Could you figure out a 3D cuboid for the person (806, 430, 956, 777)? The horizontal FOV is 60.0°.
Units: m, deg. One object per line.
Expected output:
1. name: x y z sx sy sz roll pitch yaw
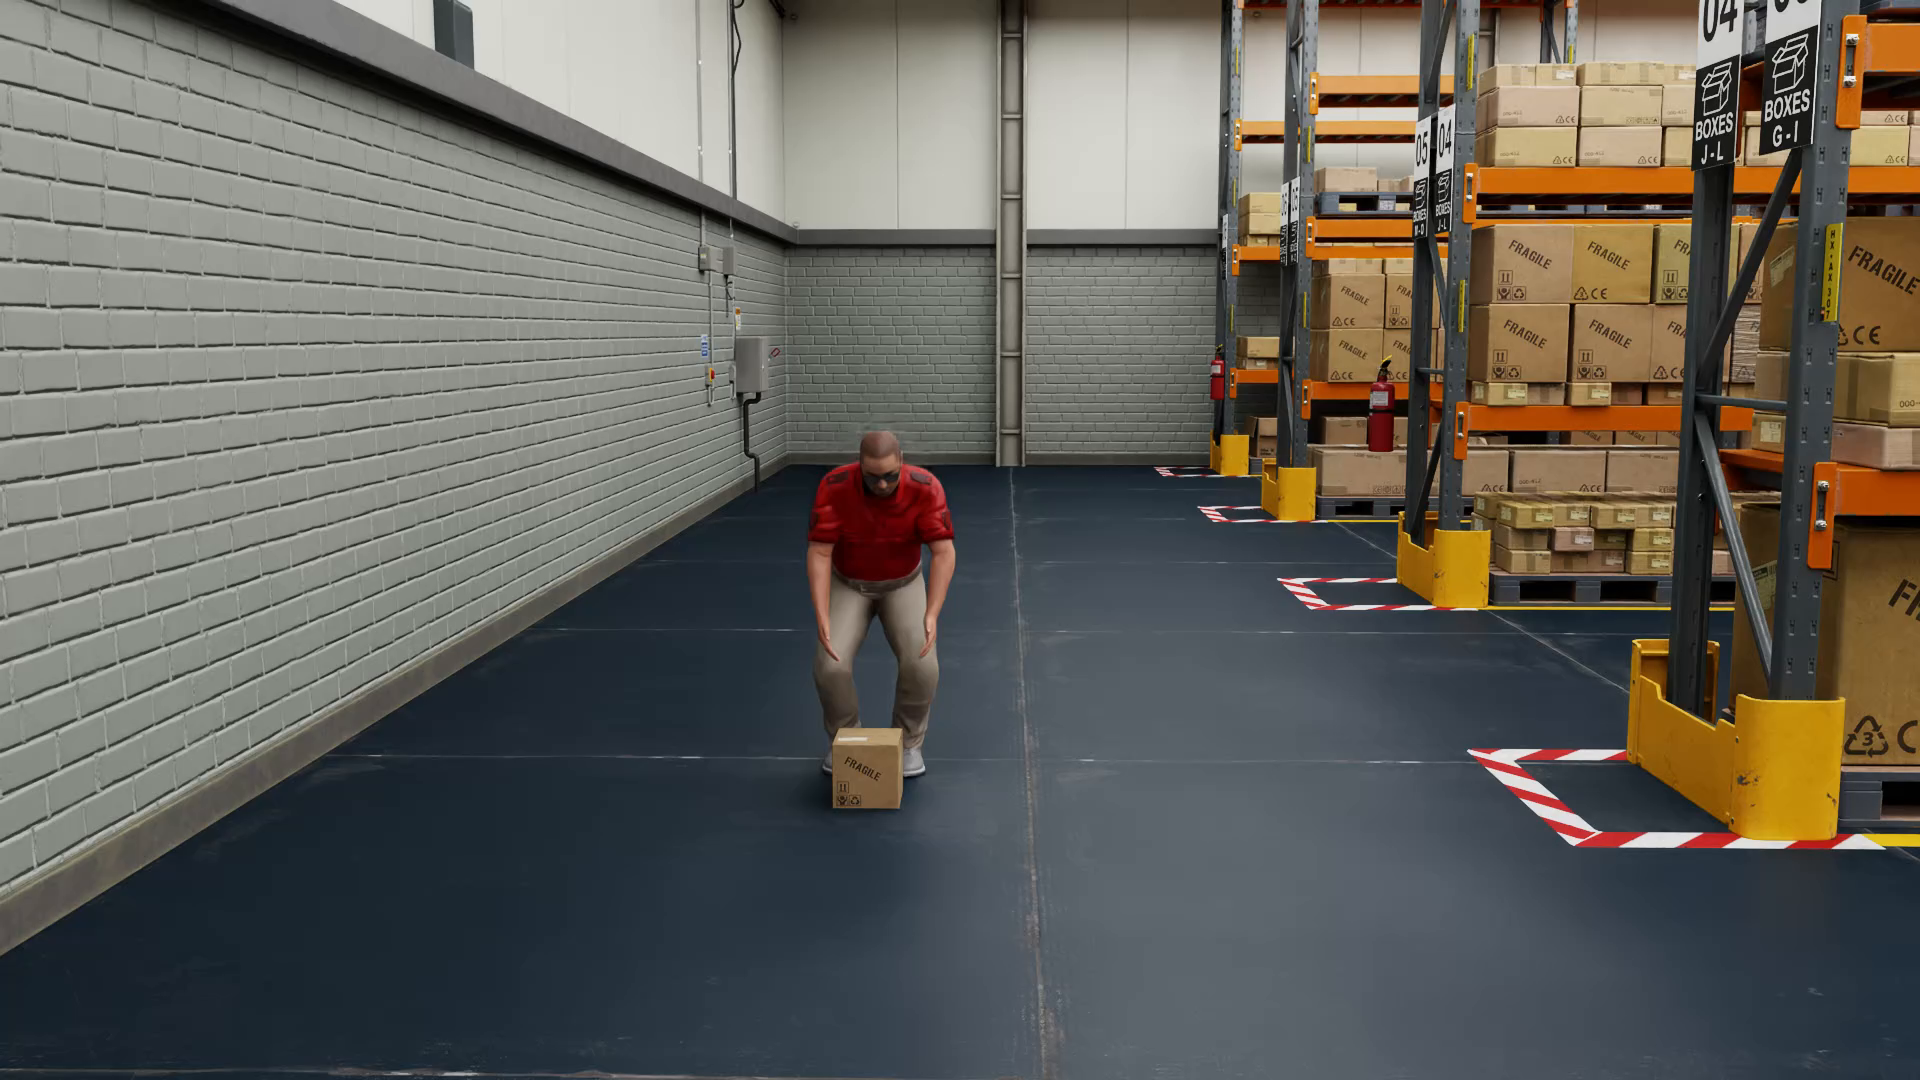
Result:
1. person: -0.310 0.245 6.706 0.590 1.409 0.707 0 7 1
